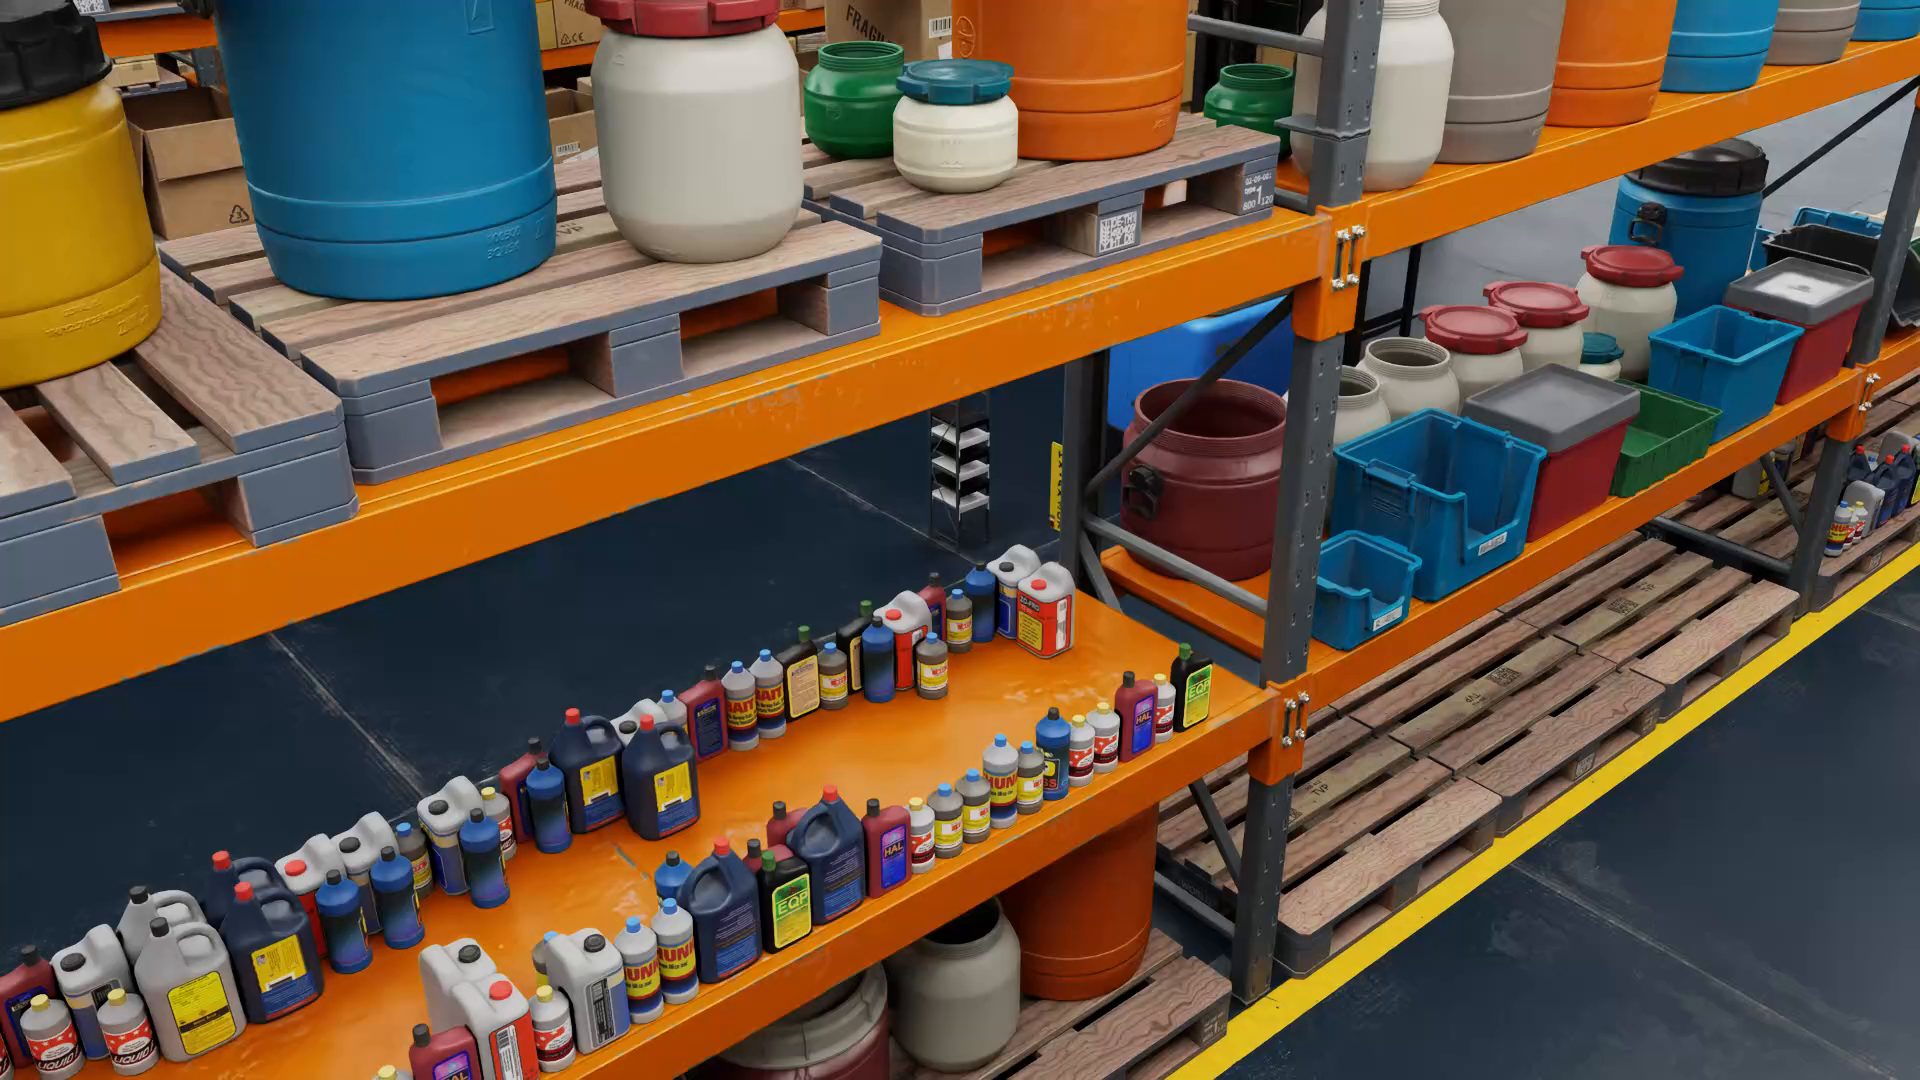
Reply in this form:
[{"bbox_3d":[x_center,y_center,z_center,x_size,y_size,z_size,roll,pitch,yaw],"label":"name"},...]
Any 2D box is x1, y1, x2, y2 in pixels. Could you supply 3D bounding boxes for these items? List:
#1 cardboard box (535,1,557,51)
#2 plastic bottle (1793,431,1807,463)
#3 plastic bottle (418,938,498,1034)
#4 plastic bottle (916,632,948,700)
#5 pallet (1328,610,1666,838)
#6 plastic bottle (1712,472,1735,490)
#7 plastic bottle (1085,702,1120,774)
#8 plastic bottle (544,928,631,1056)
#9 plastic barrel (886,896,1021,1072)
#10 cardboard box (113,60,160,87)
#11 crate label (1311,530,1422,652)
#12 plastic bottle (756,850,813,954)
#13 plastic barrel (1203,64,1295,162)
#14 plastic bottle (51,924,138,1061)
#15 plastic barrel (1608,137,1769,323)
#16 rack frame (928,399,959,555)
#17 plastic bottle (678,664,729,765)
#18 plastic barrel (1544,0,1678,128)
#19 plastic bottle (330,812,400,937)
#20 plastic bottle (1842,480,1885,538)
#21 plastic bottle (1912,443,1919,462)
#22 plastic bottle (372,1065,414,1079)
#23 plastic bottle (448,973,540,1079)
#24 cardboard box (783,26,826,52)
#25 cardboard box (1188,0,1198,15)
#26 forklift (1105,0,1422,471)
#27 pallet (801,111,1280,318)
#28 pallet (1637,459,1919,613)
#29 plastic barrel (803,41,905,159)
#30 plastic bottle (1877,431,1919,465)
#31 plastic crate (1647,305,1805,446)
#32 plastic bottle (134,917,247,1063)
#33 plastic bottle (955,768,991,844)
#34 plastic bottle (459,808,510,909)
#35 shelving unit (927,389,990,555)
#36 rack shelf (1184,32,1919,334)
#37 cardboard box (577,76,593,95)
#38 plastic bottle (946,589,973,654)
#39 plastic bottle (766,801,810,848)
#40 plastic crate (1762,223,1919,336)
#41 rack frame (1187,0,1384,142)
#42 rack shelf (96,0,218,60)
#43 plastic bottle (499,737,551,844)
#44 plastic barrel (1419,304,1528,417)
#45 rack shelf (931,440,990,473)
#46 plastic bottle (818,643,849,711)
[{"bbox_3d":[-3.596,-4.196,13.313,0.500,0.500,0.500,-21,35,-34],"label":"cardboard box"},{"bbox_3d":[4.534,-0.556,9.024,0.133,0.283,0.061,-22,35,-35],"label":"plastic bottle"},{"bbox_3d":[-1.127,1.028,3.776,0.135,0.276,0.152,-22,35,-35],"label":"plastic bottle"},{"bbox_3d":[-0.085,0.377,5.073,0.097,0.201,0.097,0,28,0],"label":"plastic bottle"},{"bbox_3d":[2.253,0.728,7.164,1.213,0.211,1.003,-22,35,-35],"label":"pallet"},{"bbox_3d":[4.056,-0.457,8.767,0.185,0.351,0.144,-23,36,-36],"label":"plastic bottle"},{"bbox_3d":[0.404,0.556,4.738,0.097,0.201,0.097,0,28,0],"label":"plastic bottle"},{"bbox_3d":[-0.852,1.011,3.806,0.135,0.276,0.152,-22,35,-35],"label":"plastic bottle"},{"bbox_3d":[-0.022,1.365,5.208,0.421,0.512,0.421,0,28,0],"label":"plastic barrel"},{"bbox_3d":[-5.724,-3.252,11.473,0.250,0.149,0.380,-21,35,-34],"label":"cardboard box"},{"bbox_3d":[1.274,0.172,5.424,0.416,0.233,0.303,-22,35,-35],"label":"crate label"},{"bbox_3d":[-0.432,0.867,4.068,0.133,0.283,0.061,-22,35,-35],"label":"plastic bottle"},{"bbox_3d":[0.865,-1.256,4.900,0.294,0.245,0.294,0,28,0],"label":"plastic barrel"},{"bbox_3d":[-1.965,1.022,3.786,0.135,0.276,0.152,-22,35,-35],"label":"plastic bottle"},{"bbox_3d":[3.263,-1.343,7.549,0.708,0.901,0.600,-22,35,-35],"label":"plastic barrel"},{"bbox_3d":[-0.084,-0.363,8.475,0.006,0.900,0.240,-22,35,-35],"label":"rack frame"},{"bbox_3d":[-0.737,0.497,4.761,0.133,0.283,0.061,-22,35,-35],"label":"plastic bottle"},{"bbox_3d":[1.974,-1.794,5.285,0.708,0.830,0.600,-22,35,-35],"label":"plastic barrel"},{"bbox_3d":[-1.479,0.827,4.152,0.135,0.276,0.152,-22,35,-35],"label":"plastic bottle"},{"bbox_3d":[4.509,-0.173,8.315,0.135,0.276,0.152,-20,34,-33],"label":"plastic bottle"},{"bbox_3d":[5.104,-0.443,8.740,0.185,0.351,0.144,-22,35,-35],"label":"plastic bottle"},{"bbox_3d":[-1.201,1.201,3.530,0.097,0.201,0.097,0,28,0],"label":"plastic bottle"},{"bbox_3d":[-1.029,1.082,3.674,0.135,0.276,0.152,-22,35,-35],"label":"plastic bottle"},{"bbox_3d":[-1.396,-4.409,15.627,0.875,0.875,0.875,-22,35,-35],"label":"cardboard box"},{"bbox_3d":[1.425,-3.724,11.053,0.500,0.500,0.500,-22,35,-35],"label":"cardboard box"},{"bbox_3d":[2.081,-2.065,9.504,3.031,2.935,1.130,-21,35,-34],"label":"forklift"},{"bbox_3d":[0.065,-0.948,4.360,1.213,0.211,1.003,-22,35,-35],"label":"pallet"},{"bbox_3d":[4.291,-0.092,8.698,1.213,0.211,1.003,-22,35,-35],"label":"pallet"},{"bbox_3d":[-0.245,-1.106,4.173,0.294,0.245,0.294,0,28,0],"label":"plastic barrel"},{"bbox_3d":[4.989,-0.456,8.843,0.135,0.276,0.152,-22,35,-35],"label":"plastic bottle"},{"bbox_3d":[3.116,-0.675,6.848,0.575,0.384,0.392,-22,35,-35],"label":"plastic crate"},{"bbox_3d":[-1.752,0.991,3.766,0.185,0.351,0.144,-22,35,-35],"label":"plastic bottle"},{"bbox_3d":[0.034,0.705,4.459,0.097,0.201,0.097,0,28,0],"label":"plastic bottle"},{"bbox_3d":[-1.207,0.797,4.212,0.097,0.271,0.097,0,28,0],"label":"plastic bottle"},{"bbox_3d":[-0.006,-0.394,8.533,0.210,0.900,0.258,-22,35,-35],"label":"shelving unit"},{"bbox_3d":[2.232,-1.525,6.002,4.000,0.370,1.077,-22,35,-35],"label":"rack shelf"},{"bbox_3d":[-1.760,-2.299,9.318,0.500,0.500,0.700,-16,32,-28],"label":"cardboard box"},{"bbox_3d":[-0.009,0.252,5.307,0.097,0.201,0.097,0,28,0],"label":"plastic bottle"},{"bbox_3d":[-0.424,0.775,4.241,0.133,0.283,0.061,-22,35,-35],"label":"plastic bottle"},{"bbox_3d":[4.234,-1.219,7.914,0.504,0.338,0.767,-22,35,-35],"label":"plastic crate"},{"bbox_3d":[0.710,-2.554,3.981,0.127,3.000,1.000,-22,35,-35],"label":"rack frame"},{"bbox_3d":[-4.026,-2.077,7.036,4.000,0.370,1.077,-22,35,-35],"label":"rack shelf"},{"bbox_3d":[-1.156,0.666,4.446,0.133,0.283,0.061,-22,35,-35],"label":"plastic bottle"},{"bbox_3d":[1.996,-0.620,6.584,0.433,0.535,0.433,0,28,0],"label":"plastic barrel"},{"bbox_3d":[-0.006,-0.444,8.507,0.200,0.077,0.258,-22,35,-35],"label":"rack shelf"},{"bbox_3d":[-0.388,0.404,5.022,0.097,0.201,0.097,0,28,0],"label":"plastic bottle"}]
